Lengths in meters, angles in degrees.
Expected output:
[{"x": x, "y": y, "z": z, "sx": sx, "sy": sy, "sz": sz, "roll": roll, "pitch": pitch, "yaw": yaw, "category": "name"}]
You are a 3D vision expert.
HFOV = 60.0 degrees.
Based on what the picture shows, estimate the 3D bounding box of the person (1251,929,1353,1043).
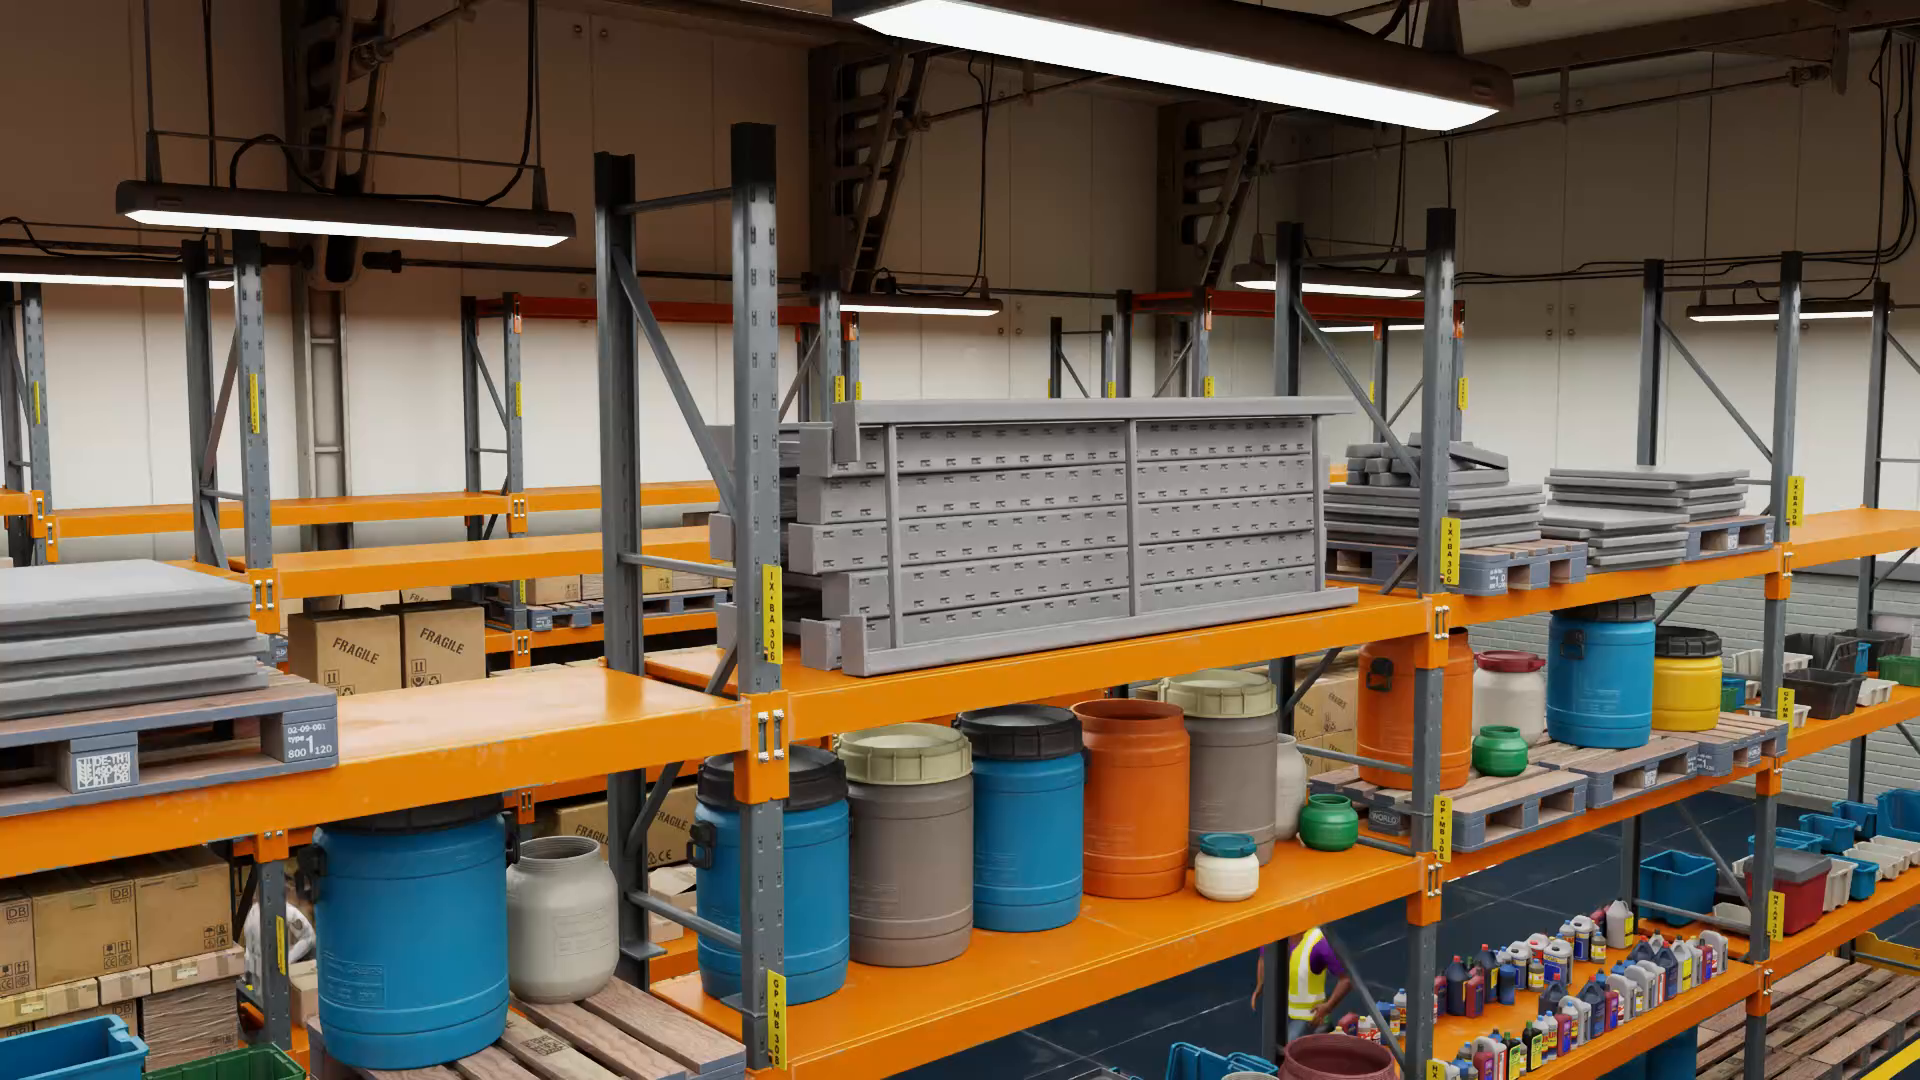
[{"x": 2.326, "y": 3.228, "z": 11.378, "sx": 0.734, "sy": 1.756, "sz": 0.727, "roll": -5, "pitch": 7, "yaw": -42, "category": "person"}]

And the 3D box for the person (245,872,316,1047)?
[{"x": -5.044, "y": 3.201, "z": 12.289, "sx": 0.602, "sy": 1.686, "sz": 0.944, "roll": 5, "pitch": 7, "yaw": 42, "category": "person"}]
